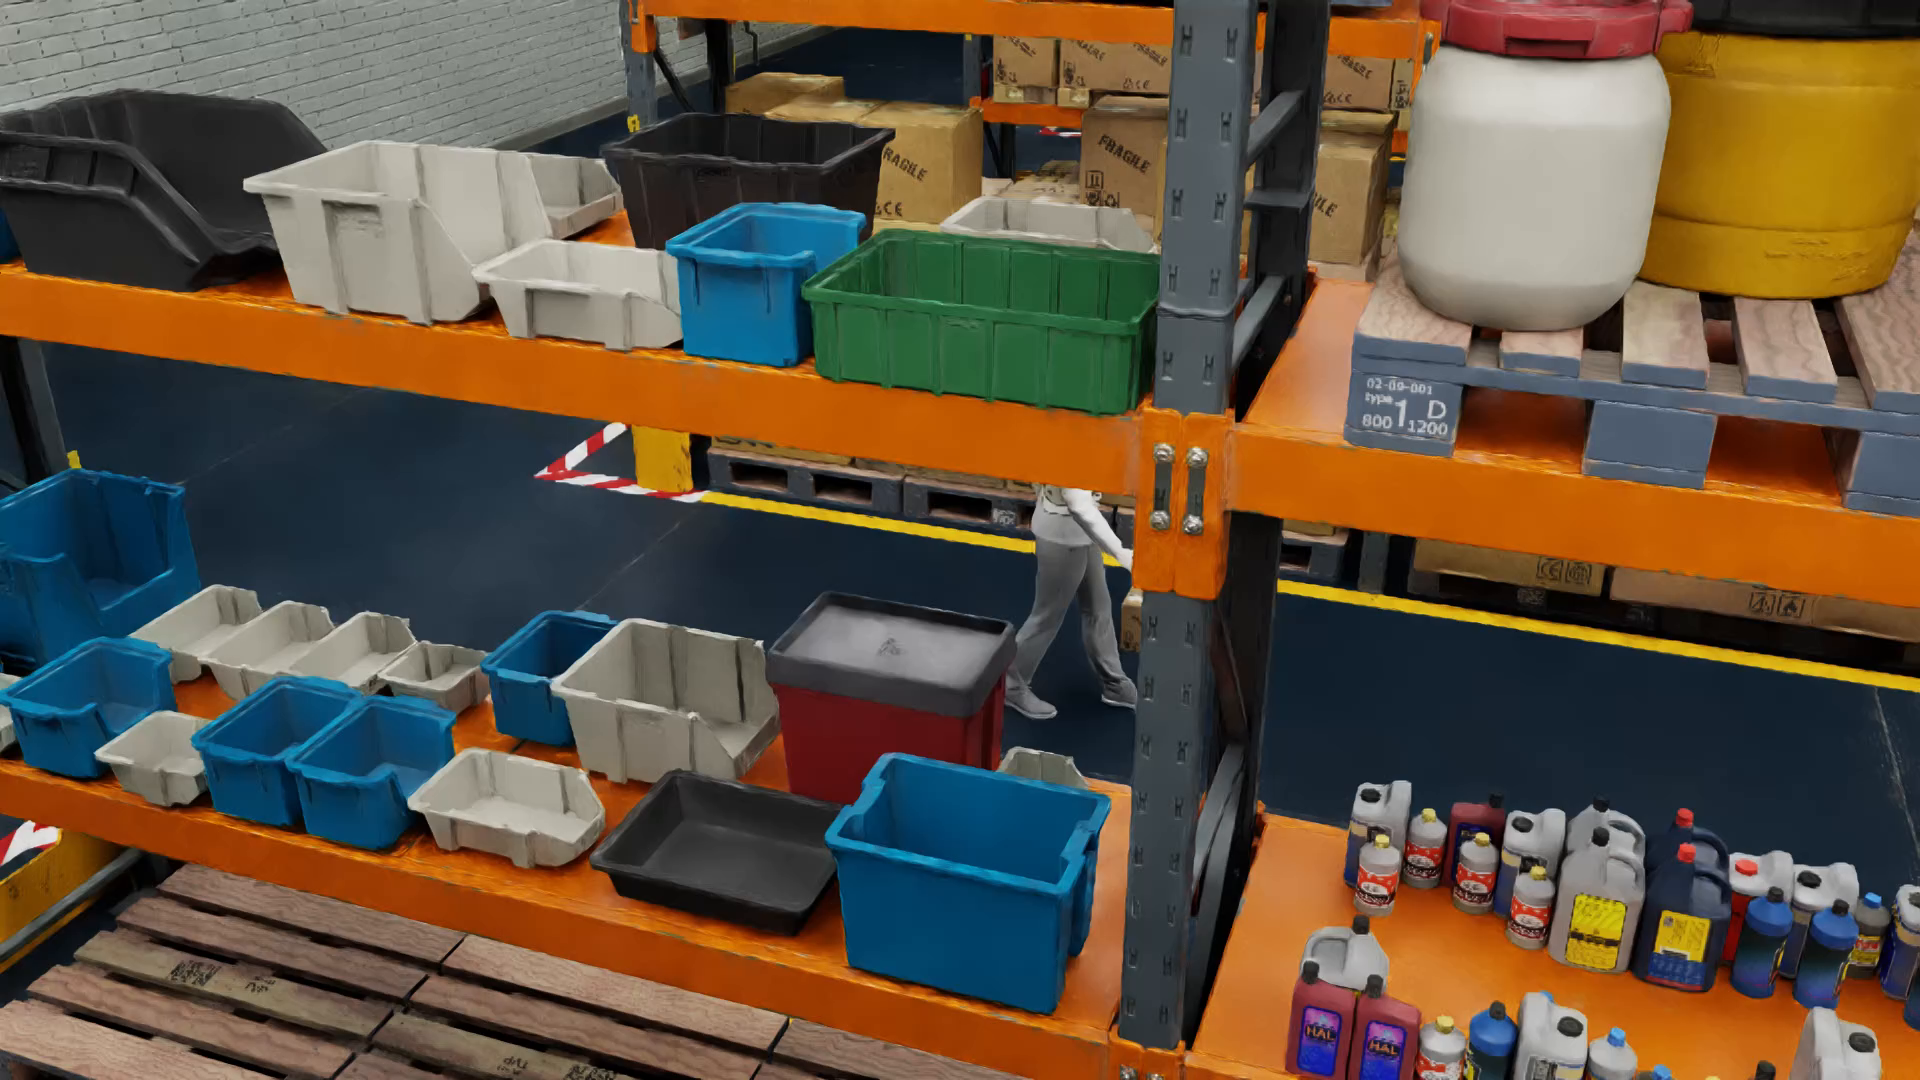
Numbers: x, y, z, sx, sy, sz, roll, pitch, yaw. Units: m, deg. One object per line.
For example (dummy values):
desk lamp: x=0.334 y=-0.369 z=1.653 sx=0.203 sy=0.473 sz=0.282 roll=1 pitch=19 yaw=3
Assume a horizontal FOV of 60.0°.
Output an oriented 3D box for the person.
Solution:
person: x=0.540 y=0.009 z=7.127 sx=0.748 sy=1.664 sz=0.604 roll=1 pitch=26 yaw=1
